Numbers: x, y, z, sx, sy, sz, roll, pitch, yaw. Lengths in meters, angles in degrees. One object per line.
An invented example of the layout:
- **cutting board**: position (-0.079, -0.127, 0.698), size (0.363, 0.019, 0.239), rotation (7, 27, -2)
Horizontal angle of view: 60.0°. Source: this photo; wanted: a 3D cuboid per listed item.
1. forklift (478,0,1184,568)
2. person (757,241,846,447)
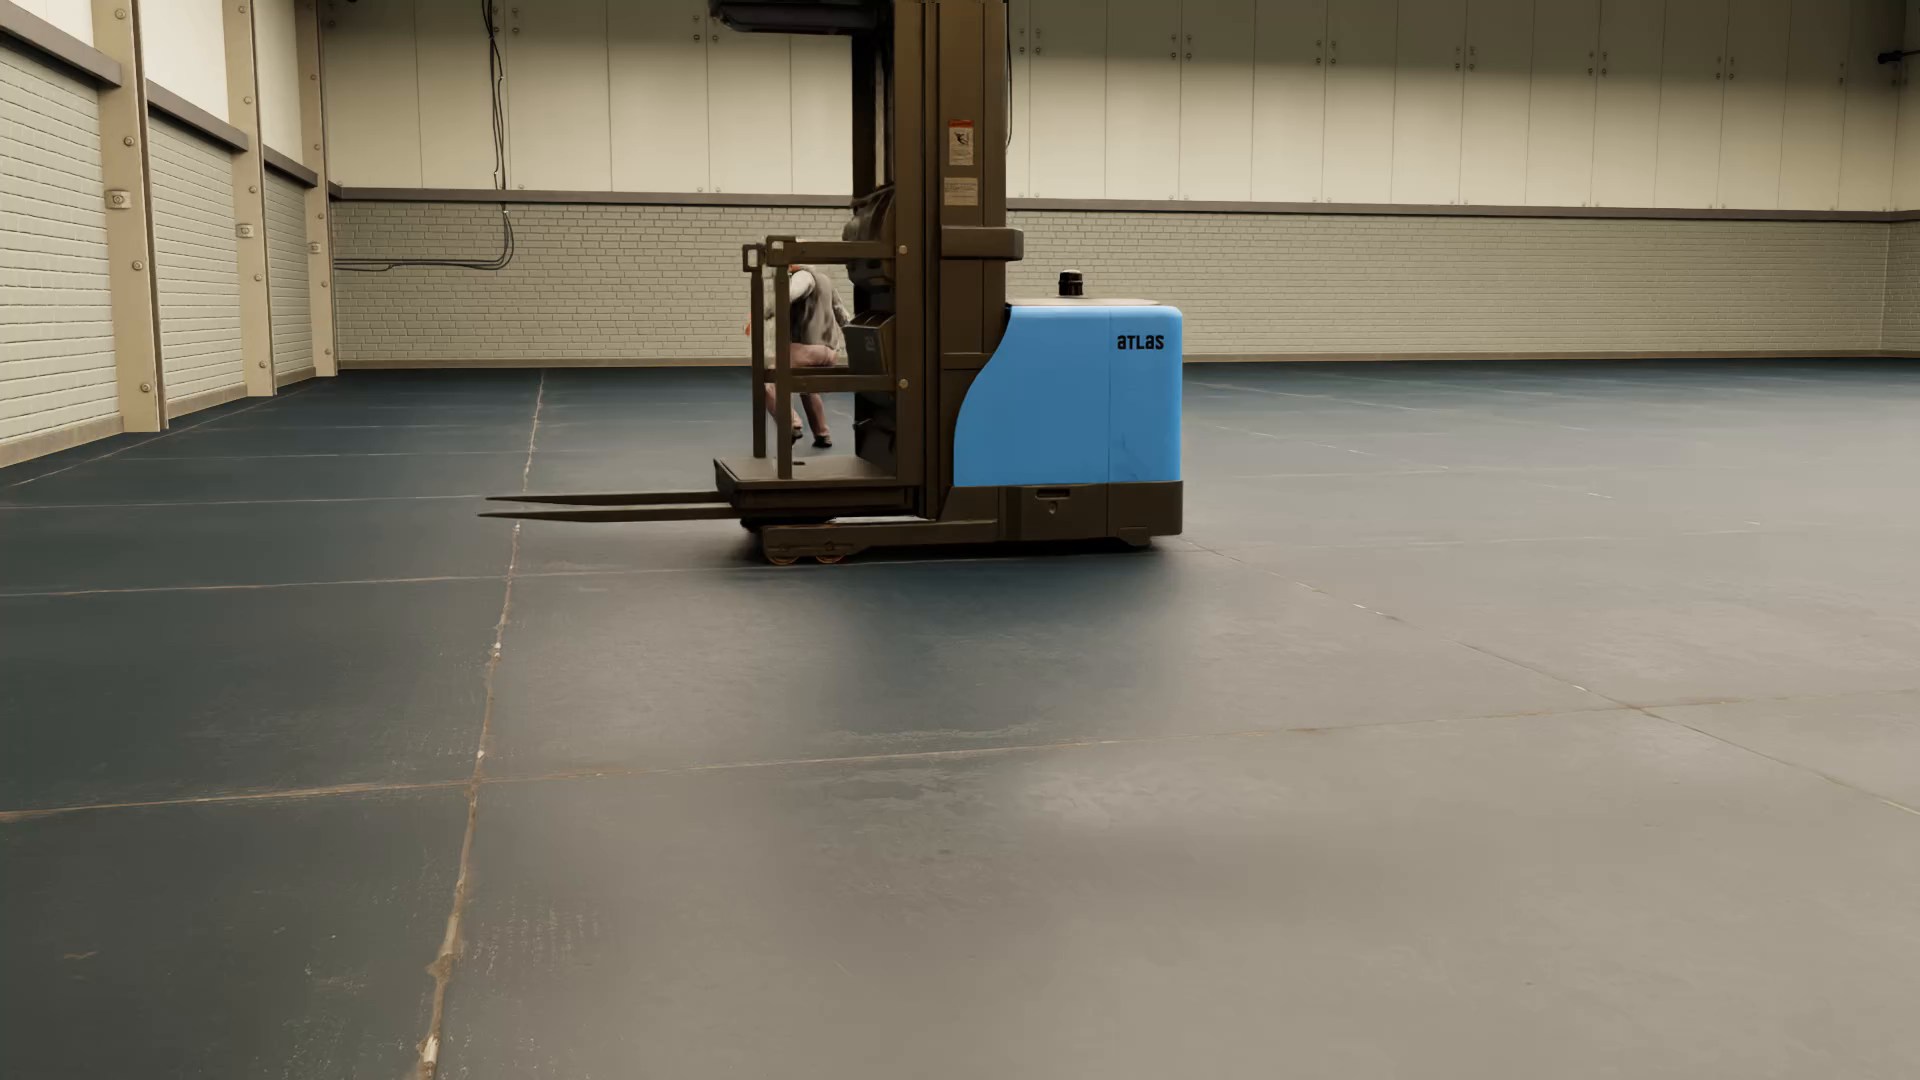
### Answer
- **forklift**: position (-0.569, -1.419, 7.269), size (3.031, 2.935, 1.130), rotation (-3, 8, -18)
- **person**: position (-1.140, -1.431, 12.477), size (0.511, 1.606, 1.140), rotation (4, 9, 27)
